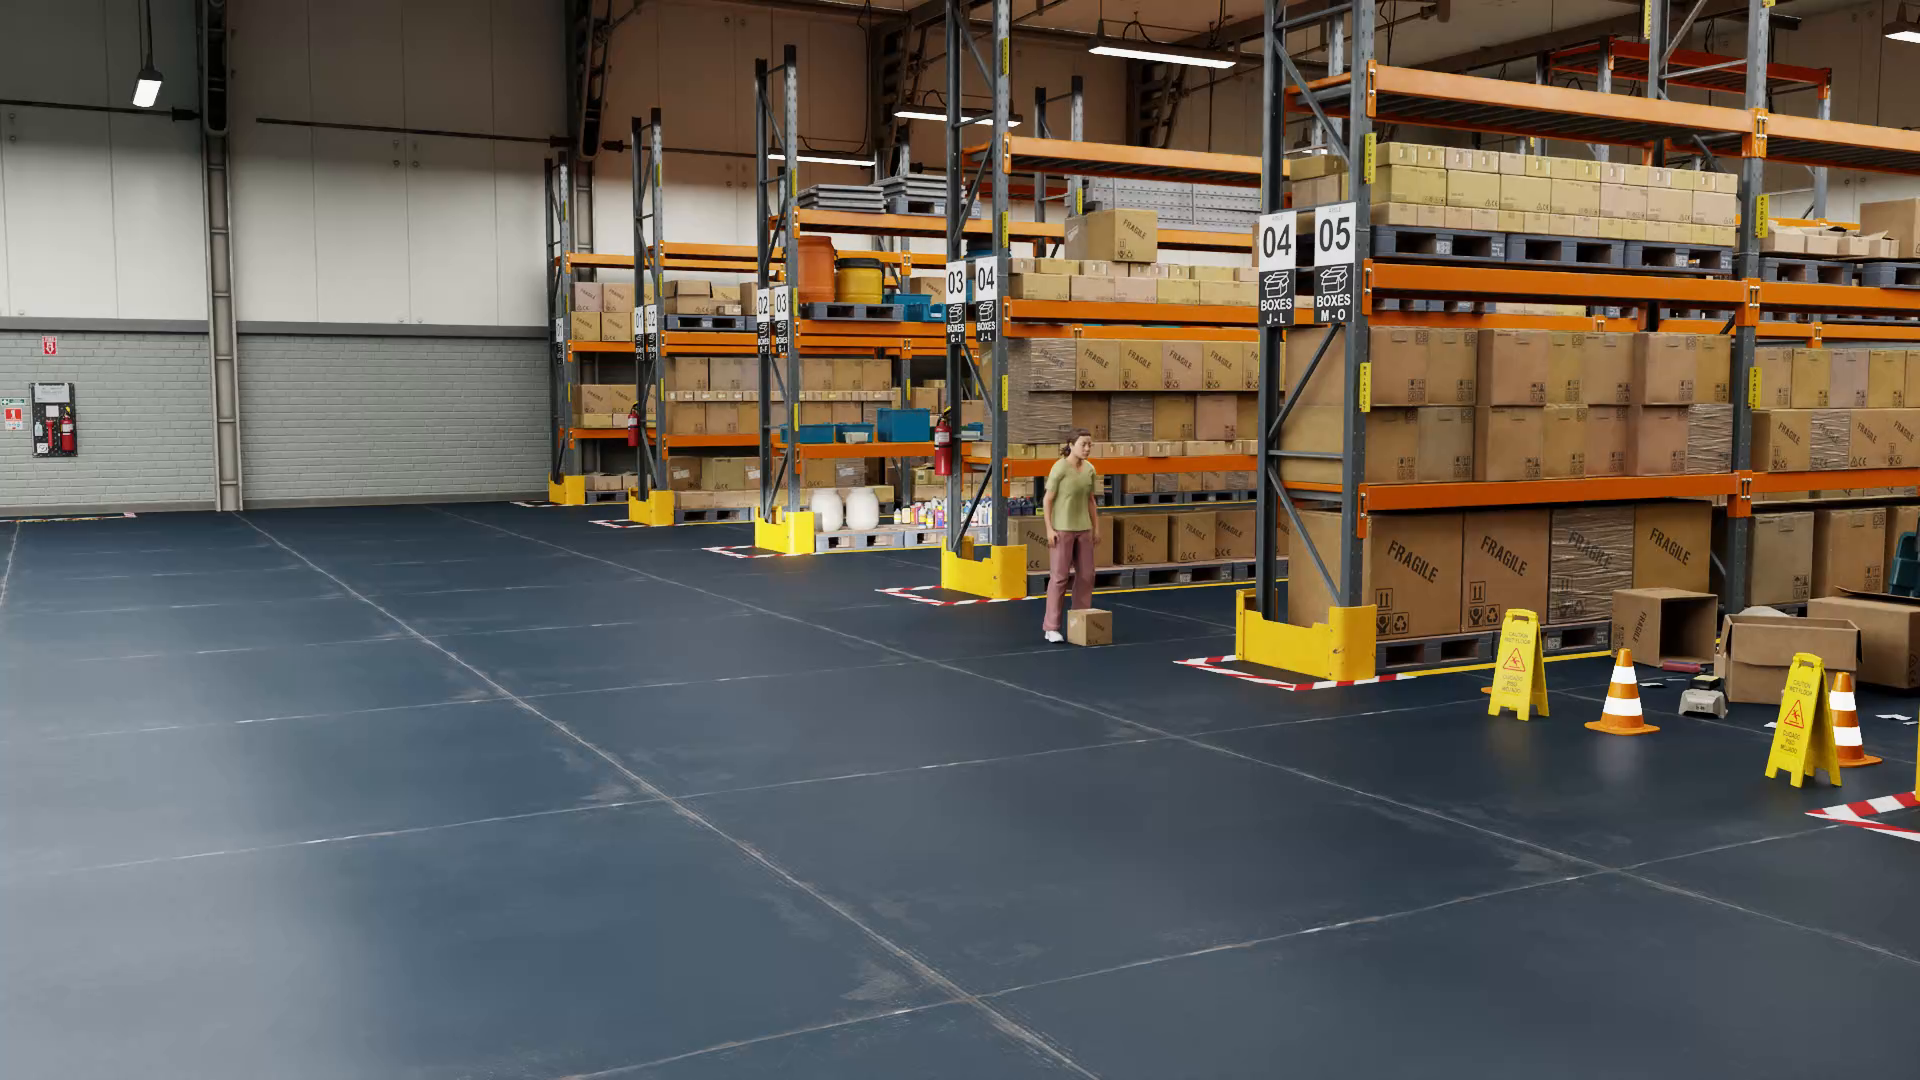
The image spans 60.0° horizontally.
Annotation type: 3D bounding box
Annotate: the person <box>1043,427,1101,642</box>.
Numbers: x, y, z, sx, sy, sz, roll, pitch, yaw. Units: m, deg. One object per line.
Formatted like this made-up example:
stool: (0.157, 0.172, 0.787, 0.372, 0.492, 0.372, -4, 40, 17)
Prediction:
person: (0.888, -0.038, 13.052, 0.520, 1.644, 0.358, -3, 6, -32)
